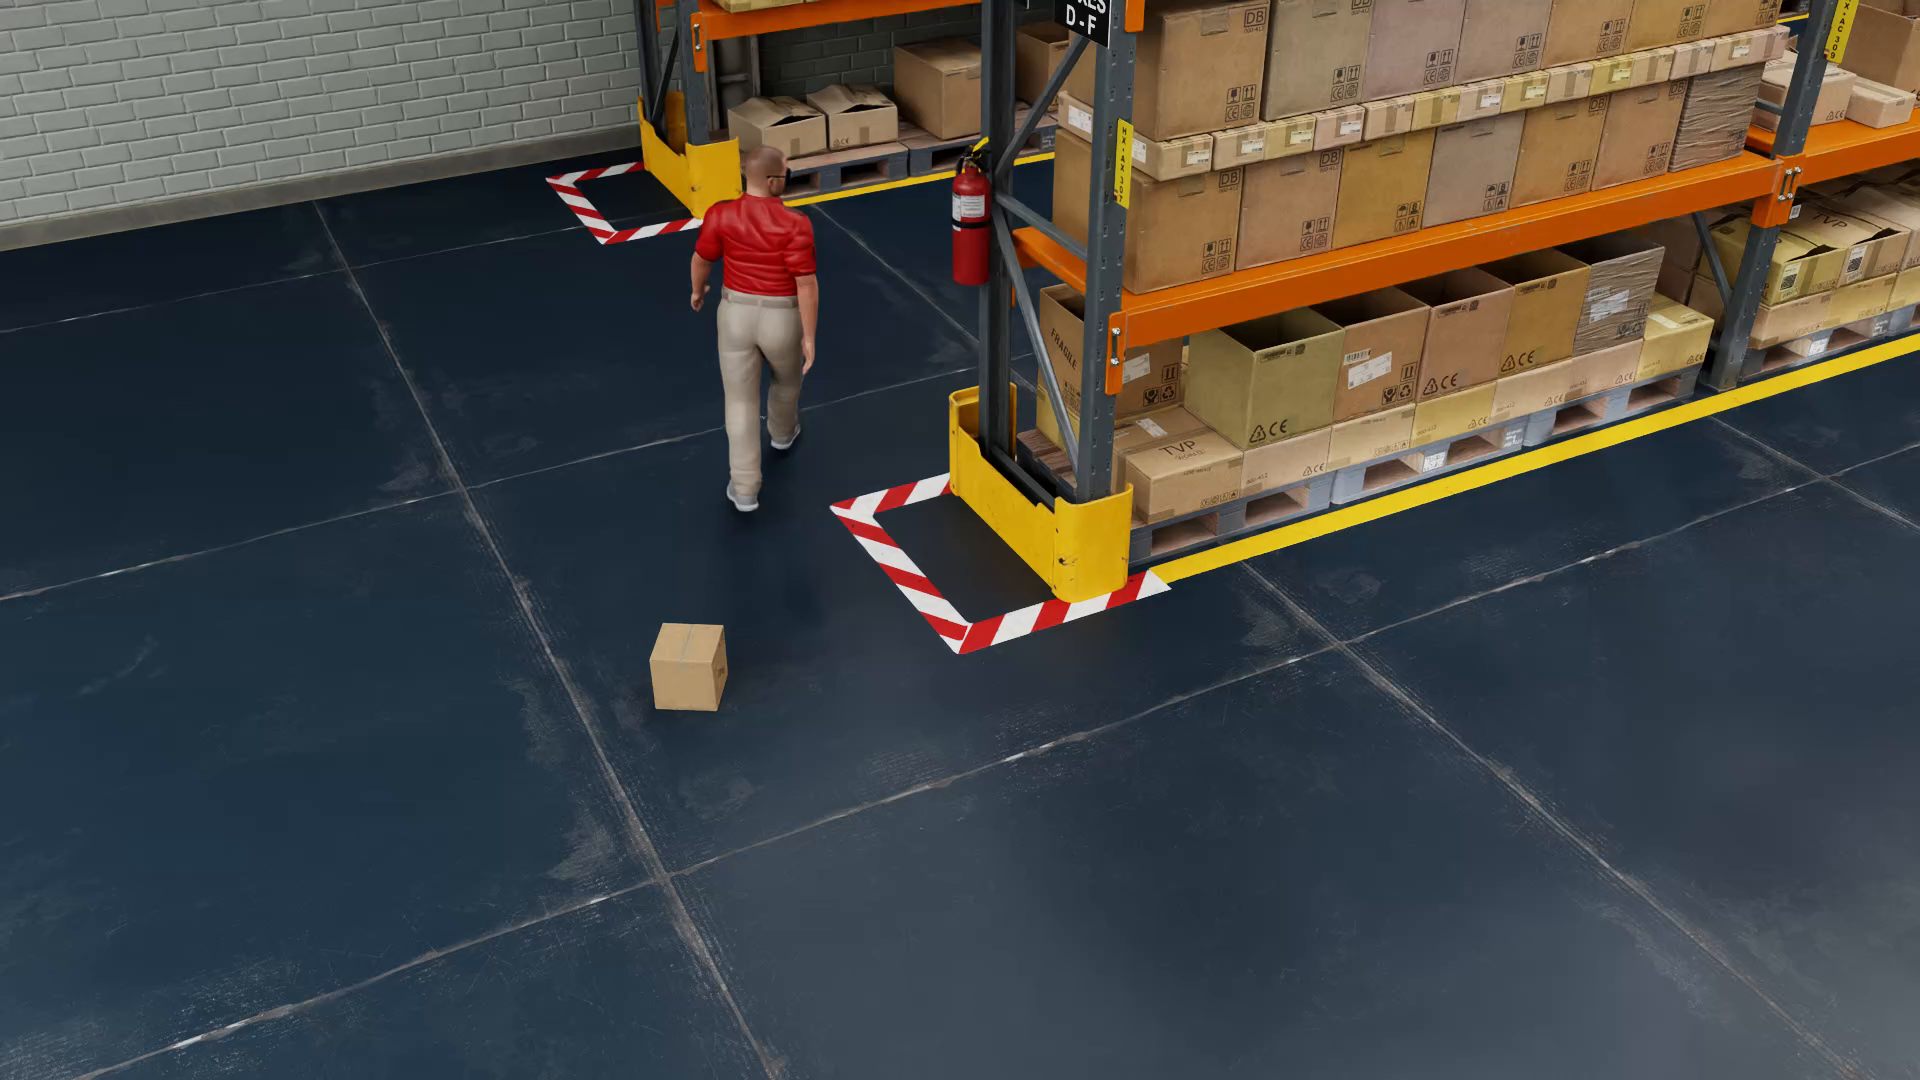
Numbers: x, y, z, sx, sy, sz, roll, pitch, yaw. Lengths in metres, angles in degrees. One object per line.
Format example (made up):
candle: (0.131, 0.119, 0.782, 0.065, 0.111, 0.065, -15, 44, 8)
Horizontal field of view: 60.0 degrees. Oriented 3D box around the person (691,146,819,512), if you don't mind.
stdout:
person: (-0.961, -1.057, 7.787, 0.646, 1.680, 0.980, 0, 33, 0)
